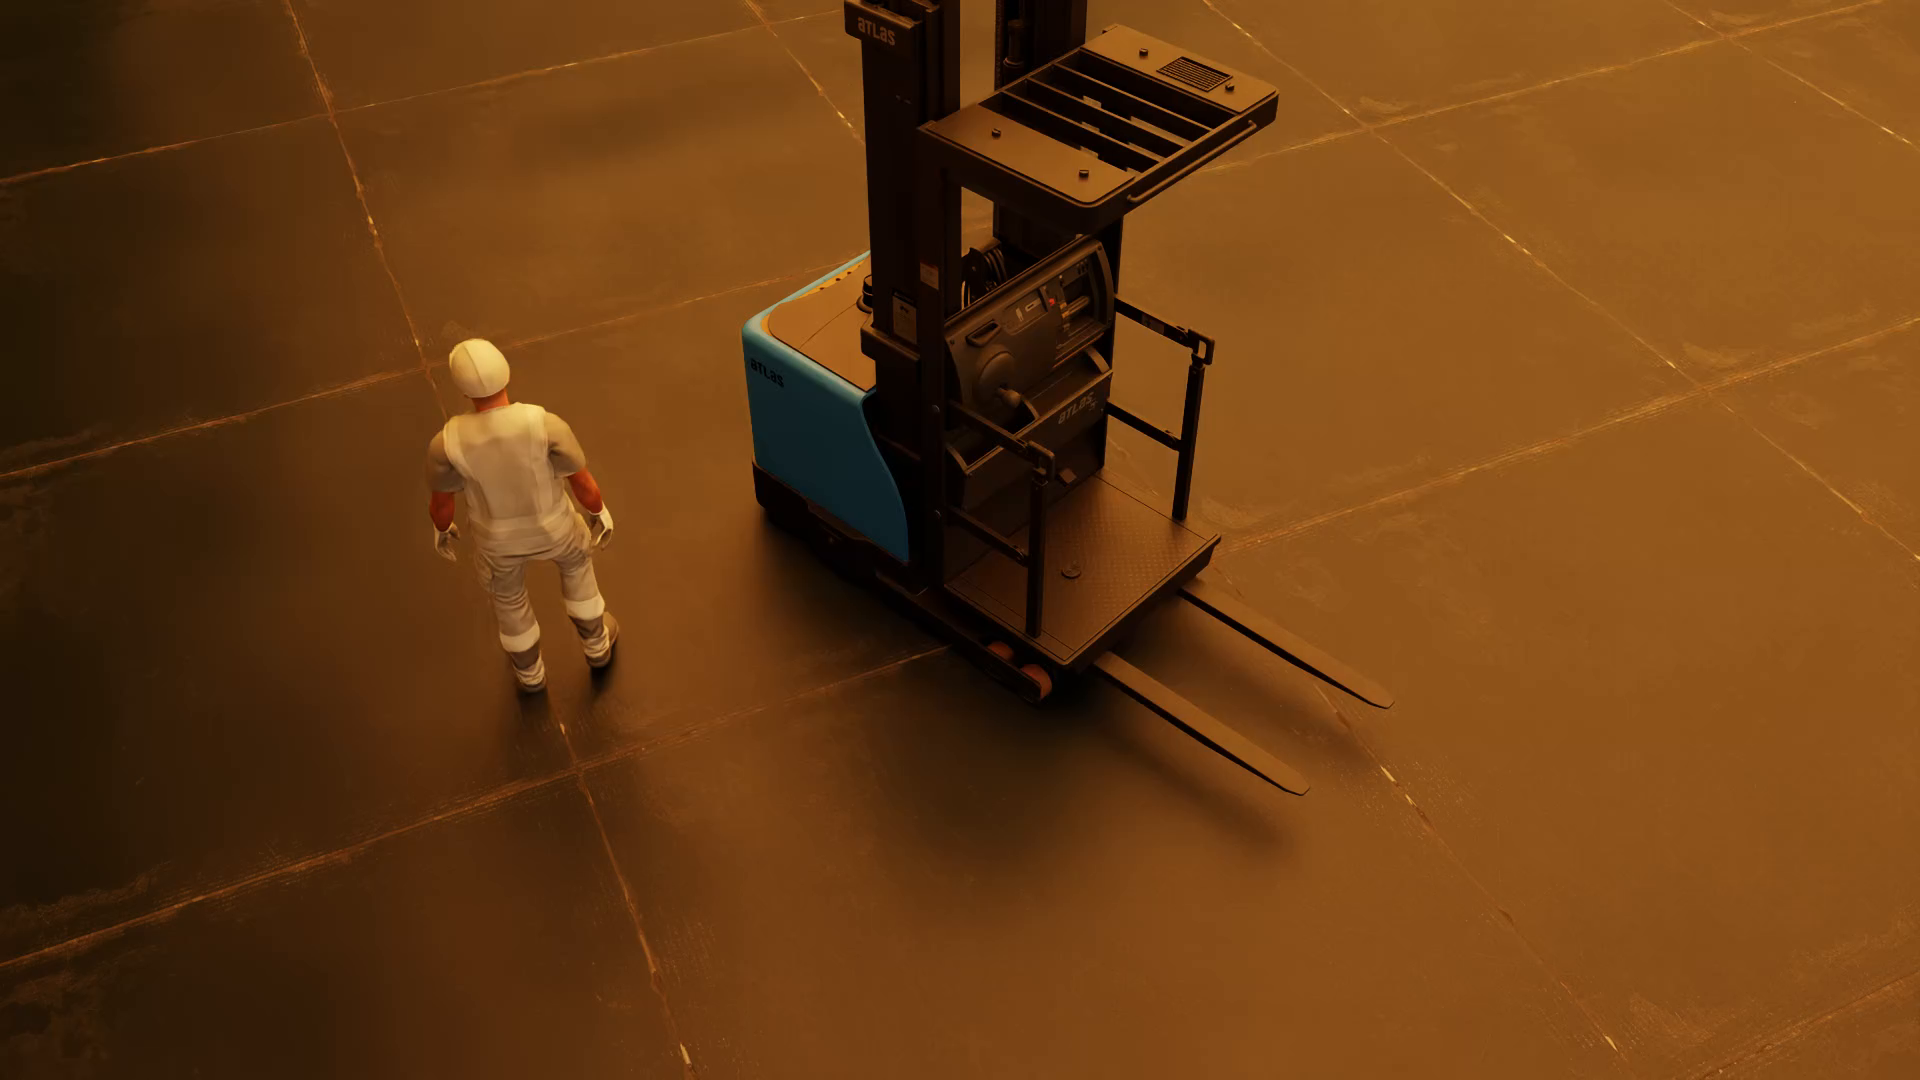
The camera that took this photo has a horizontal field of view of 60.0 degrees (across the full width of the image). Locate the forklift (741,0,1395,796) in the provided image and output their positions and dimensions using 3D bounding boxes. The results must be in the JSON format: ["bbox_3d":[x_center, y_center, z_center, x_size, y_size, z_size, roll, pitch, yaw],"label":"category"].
[{"bbox_3d":[0.445,-0.788,6.525,3.031,2.935,1.130,32,52,30],"label":"forklift"}]

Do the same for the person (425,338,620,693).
[{"bbox_3d":[-1.740,-0.083,6.608,0.694,1.789,0.459,-10,44,-10],"label":"person"}]
